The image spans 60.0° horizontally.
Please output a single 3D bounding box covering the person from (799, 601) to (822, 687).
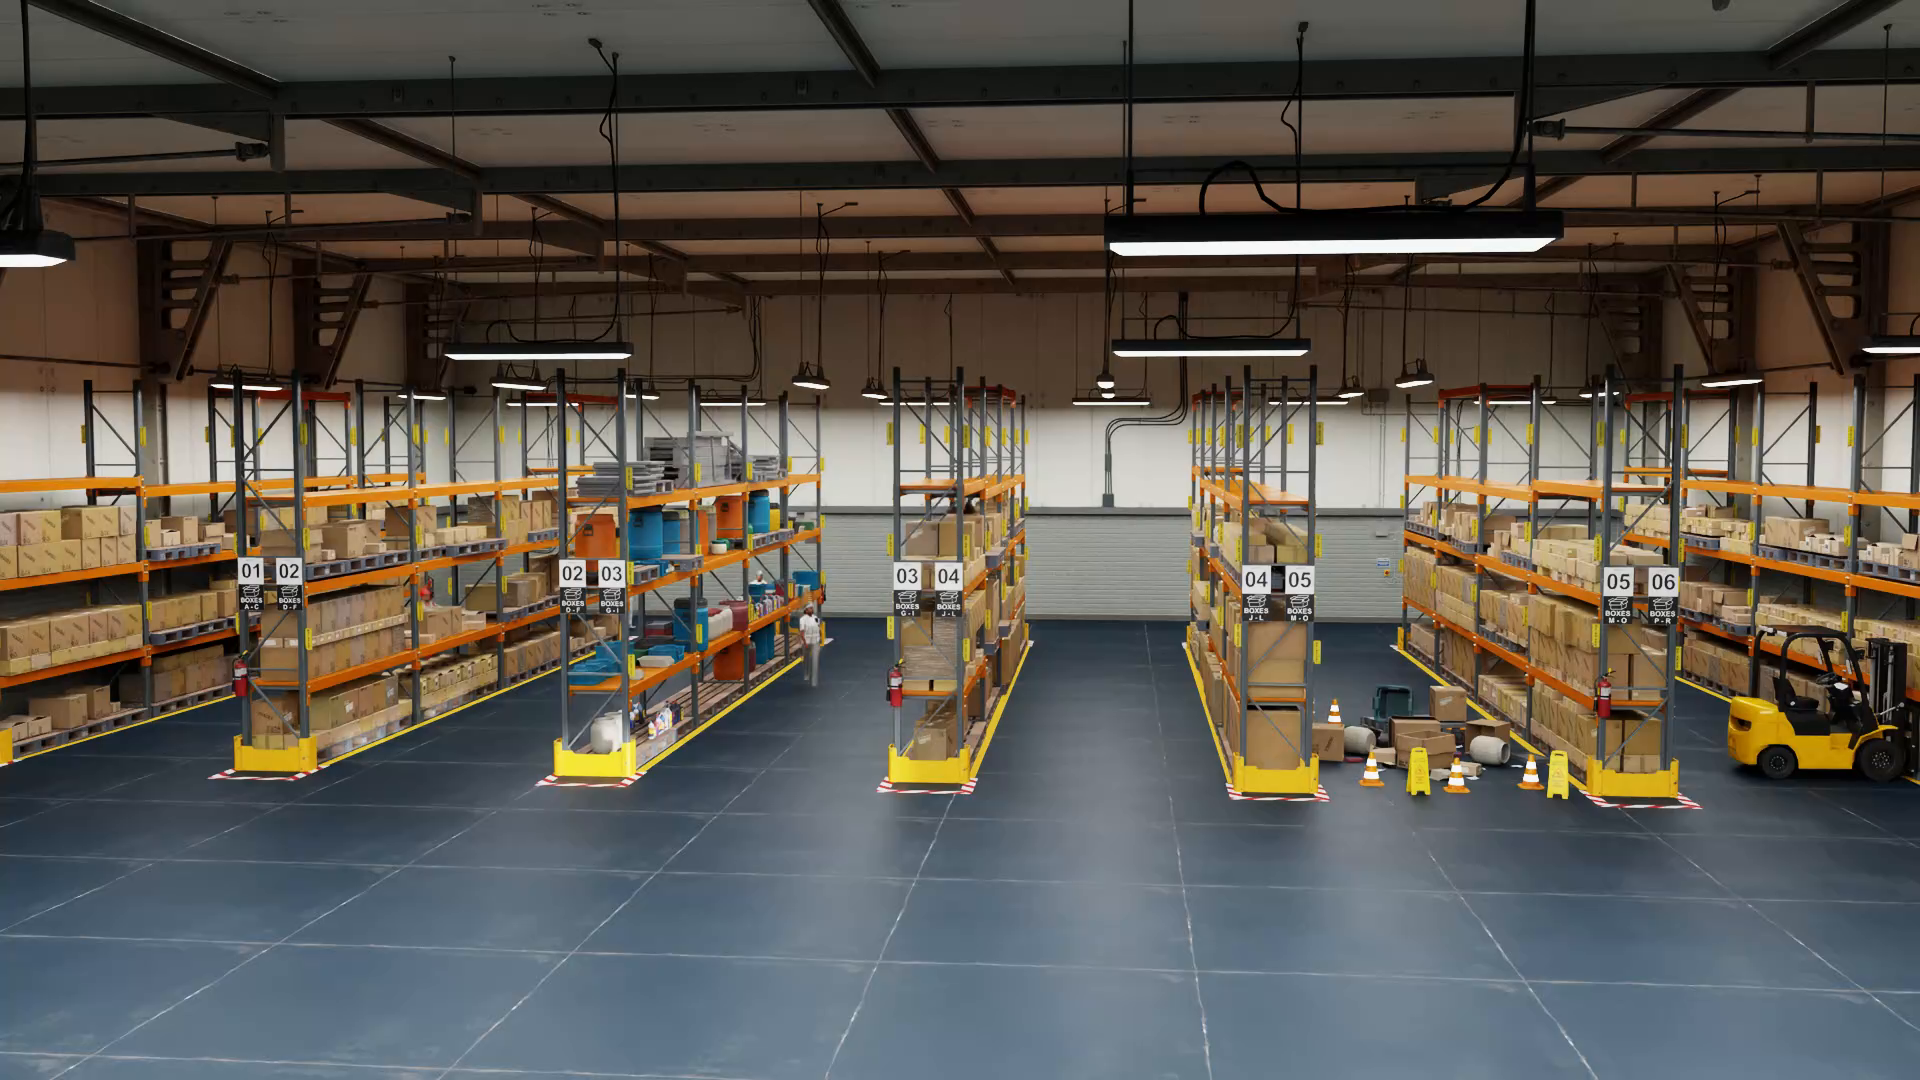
[{"bbox_3d":[-2.929,2.017,32.625,0.441,1.651,0.937,0,4,-4],"label":"person"}]

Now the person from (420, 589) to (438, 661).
[{"bbox_3d":[-11.397,1.913,35.376,0.466,1.743,0.975,0,4,3],"label":"person"}]

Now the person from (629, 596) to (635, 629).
[{"bbox_3d":[-8.747,1.487,43.406,0.516,1.640,0.939,-2,4,-25],"label":"person"}]

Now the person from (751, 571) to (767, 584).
[{"bbox_3d":[-5.064,1.580,41.796,0.490,1.607,1.005,0,4,4],"label":"person"}]
